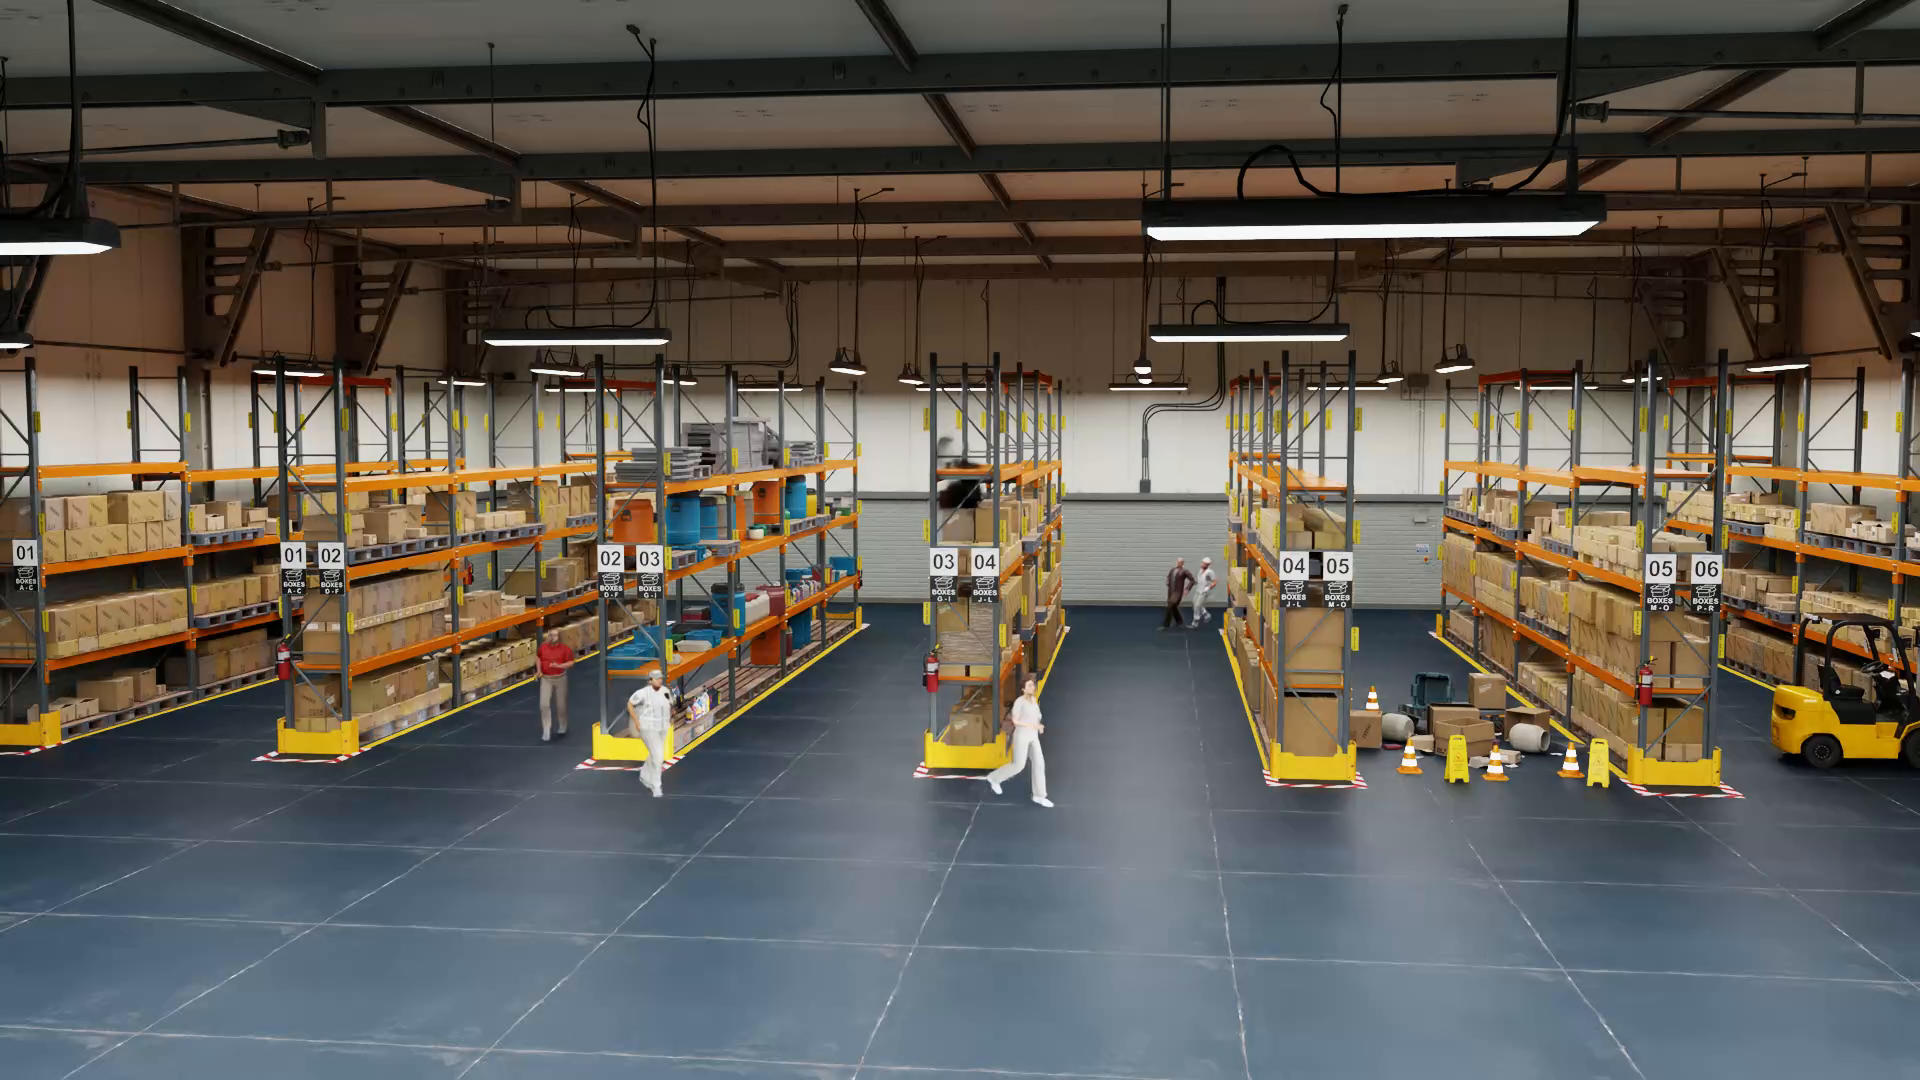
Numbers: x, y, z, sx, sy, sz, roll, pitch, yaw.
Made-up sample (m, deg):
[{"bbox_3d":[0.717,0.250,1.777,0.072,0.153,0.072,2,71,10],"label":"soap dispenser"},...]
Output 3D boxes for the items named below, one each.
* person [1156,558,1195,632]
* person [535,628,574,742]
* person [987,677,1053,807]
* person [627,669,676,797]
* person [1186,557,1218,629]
[{"bbox_3d":[5.163,1.300,39.763,0.951,1.762,0.761,-3,5,-38],"label":"person"},{"bbox_3d":[-6.421,2.294,26.311,0.631,1.798,0.754,0,4,-4],"label":"person"},{"bbox_3d":[0.827,2.627,21.870,0.950,1.675,0.577,3,5,38],"label":"person"},{"bbox_3d":[-4.129,2.601,22.487,0.755,1.729,0.589,3,5,40],"label":"person"},{"bbox_3d":[5.905,1.290,40.161,0.698,1.755,0.718,-2,4,-22],"label":"person"}]
